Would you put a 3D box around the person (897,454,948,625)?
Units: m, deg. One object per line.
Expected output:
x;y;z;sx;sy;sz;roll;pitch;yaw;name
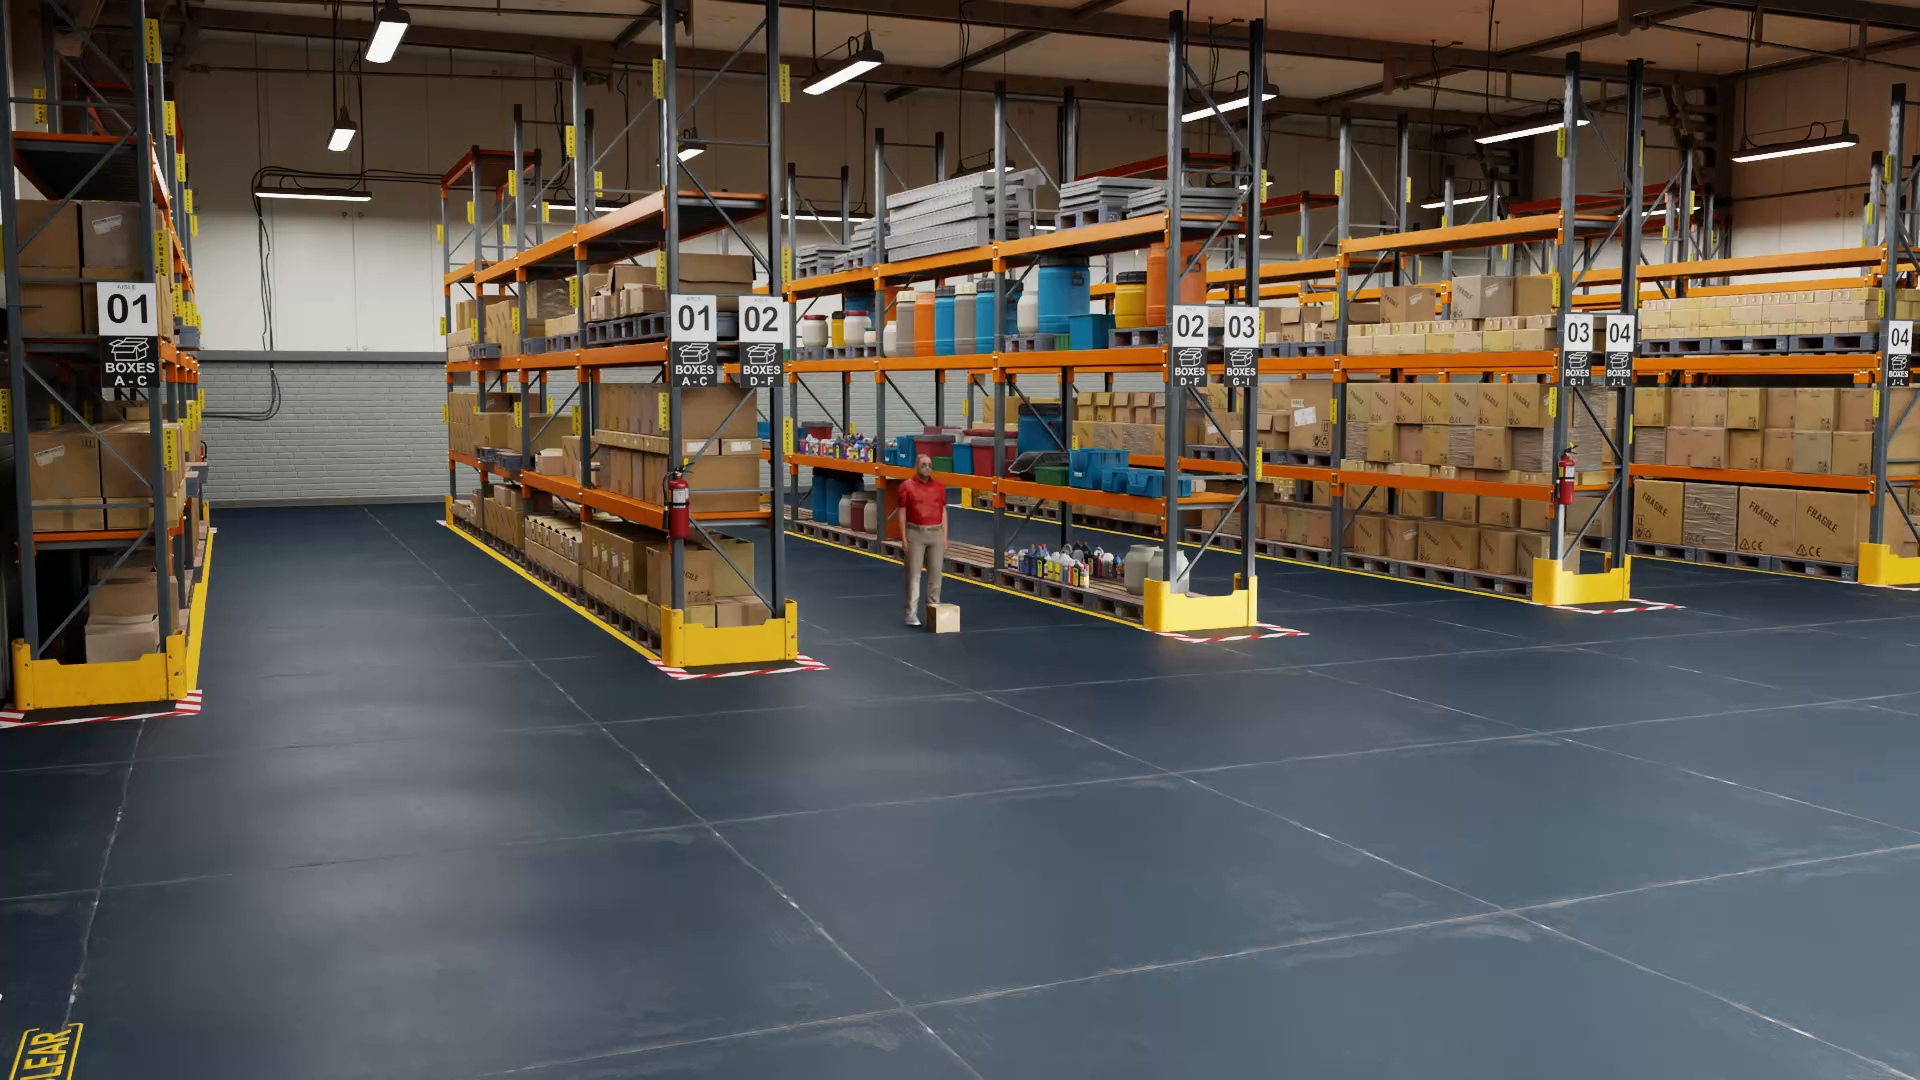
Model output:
-0.360;-0.009;16.879;0.527;1.725;0.352;-2;6;-23;person
